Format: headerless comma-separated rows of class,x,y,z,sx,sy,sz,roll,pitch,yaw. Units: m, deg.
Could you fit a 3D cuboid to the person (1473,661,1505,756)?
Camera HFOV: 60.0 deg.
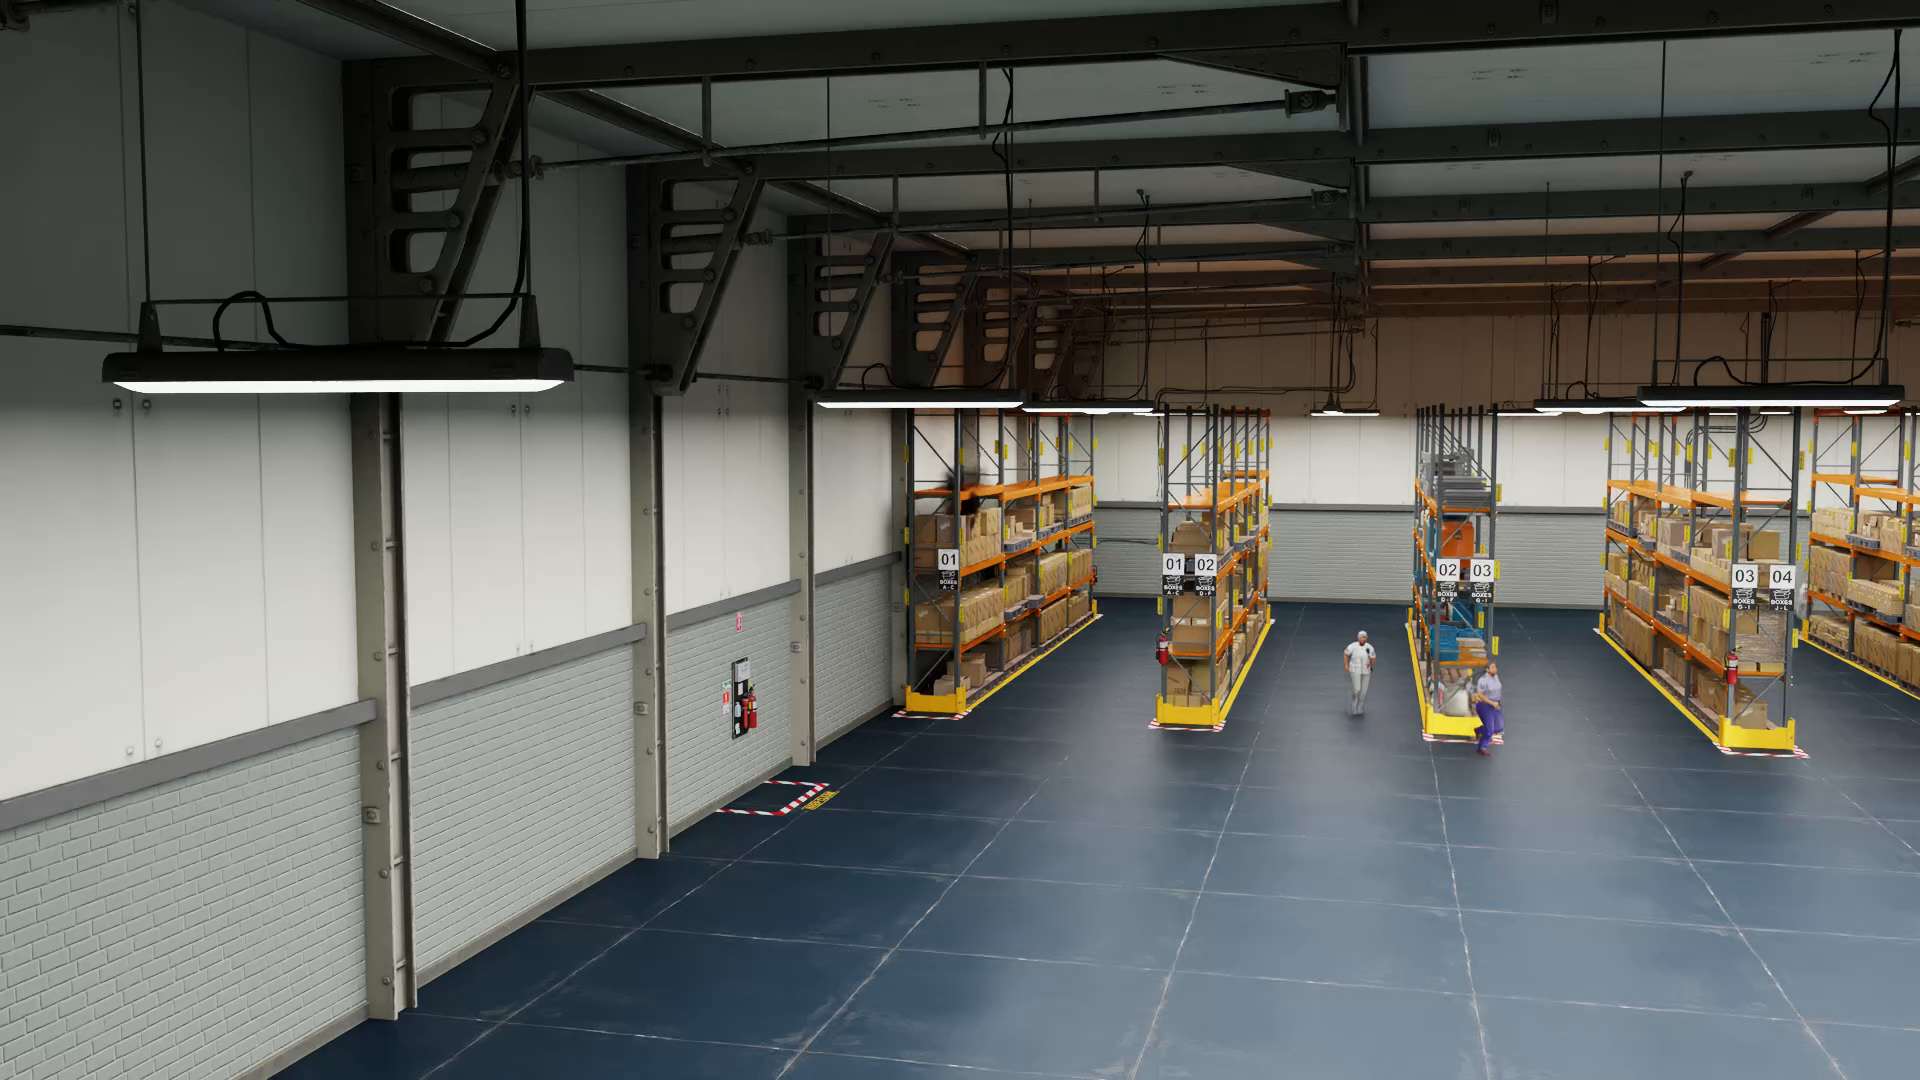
person,9.040,2.864,28.388,0.641,1.608,0.598,-3,5,-39

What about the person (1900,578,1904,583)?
person,24.051,1.817,42.397,0.658,1.679,0.704,1,4,9

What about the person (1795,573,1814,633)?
person,22.577,1.690,44.280,0.538,1.642,0.618,0,4,-2

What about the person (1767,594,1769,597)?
person,20.818,1.682,43.559,0.919,1.738,0.781,-3,5,-39

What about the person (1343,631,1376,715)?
person,7.721,2.563,32.067,0.576,1.631,0.712,0,4,0
